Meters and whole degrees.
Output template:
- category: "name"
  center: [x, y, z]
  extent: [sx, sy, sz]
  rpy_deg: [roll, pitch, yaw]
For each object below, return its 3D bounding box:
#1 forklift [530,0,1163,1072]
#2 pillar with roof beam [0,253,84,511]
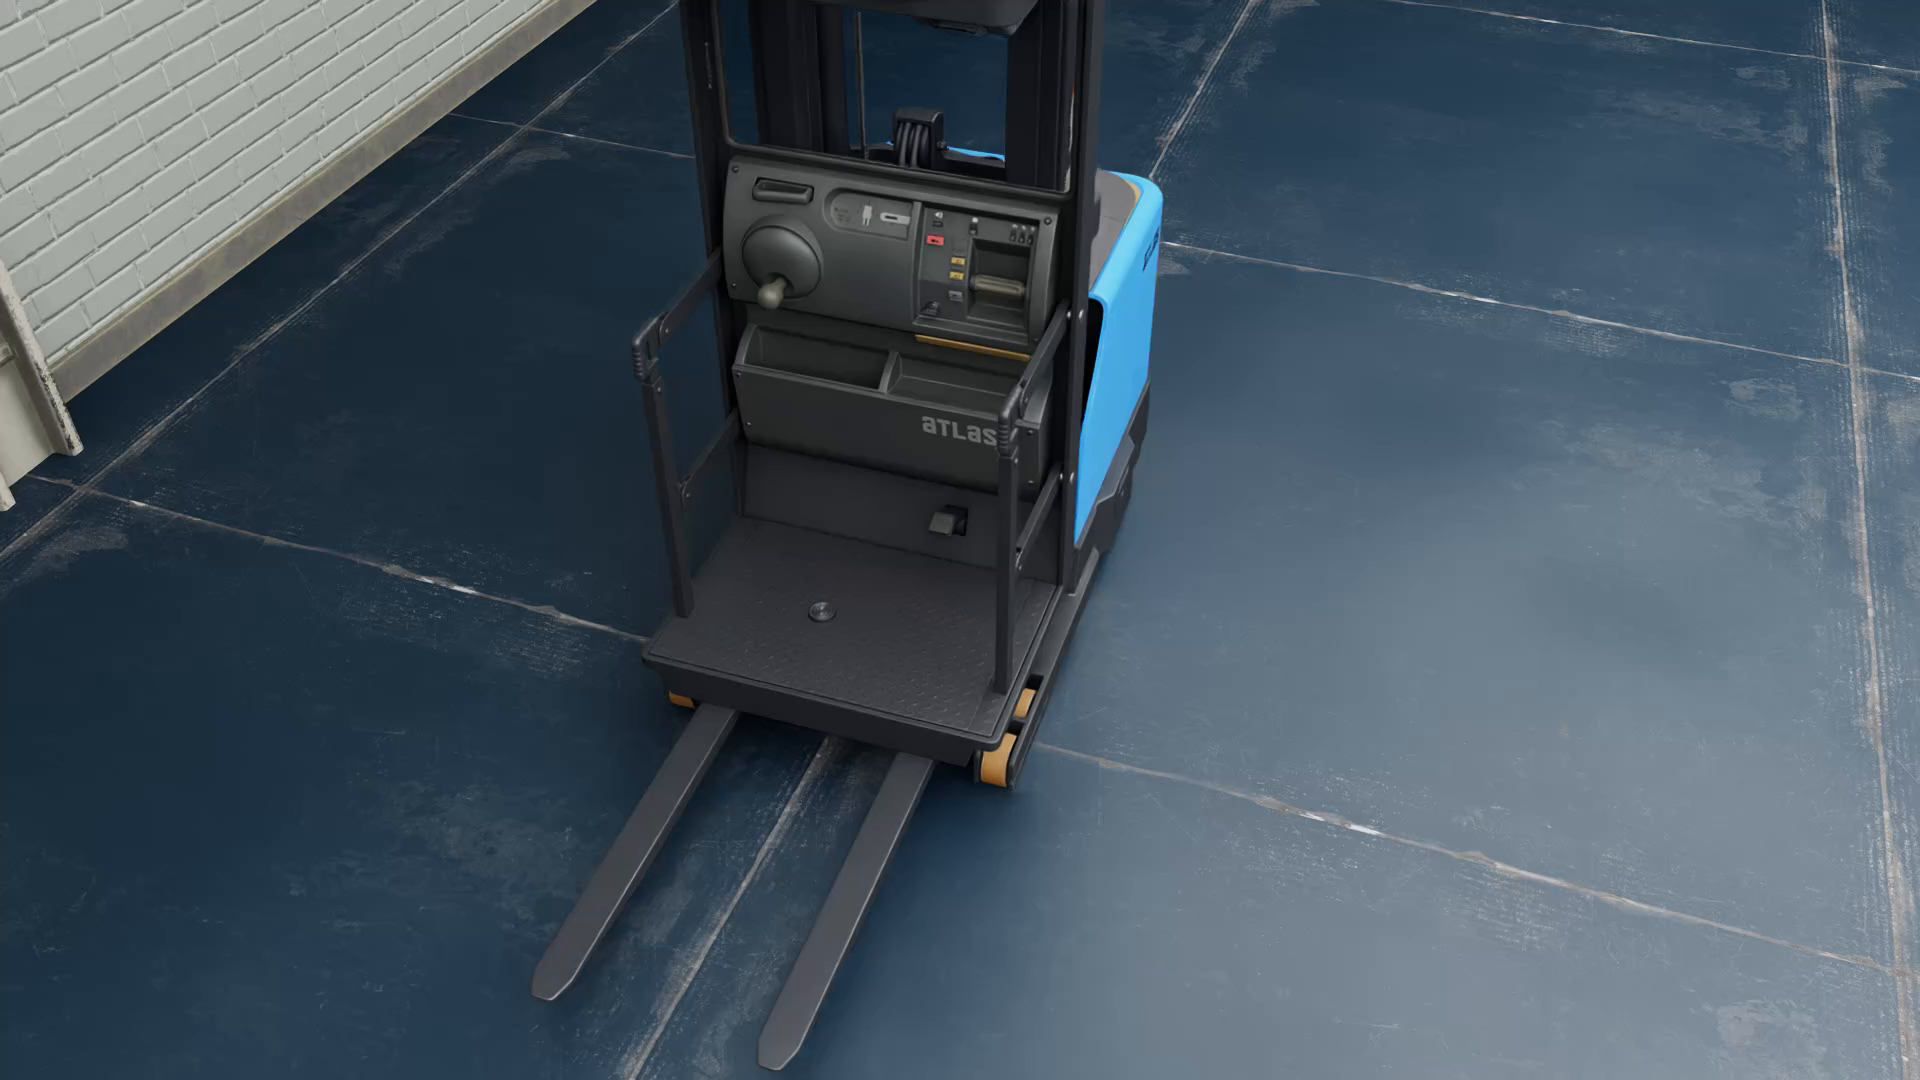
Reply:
- category: "forklift"
  center: [-0.263, -0.688, 4.299]
  extent: [1.130, 2.935, 3.031]
  rpy_deg: [12, 42, 14]
- category: "pillar with roof beam"
  center: [0.598, -2.723, 2.008]
  extent: [9.100, 9.000, 0.400]
  rpy_deg: [13, 42, 15]
